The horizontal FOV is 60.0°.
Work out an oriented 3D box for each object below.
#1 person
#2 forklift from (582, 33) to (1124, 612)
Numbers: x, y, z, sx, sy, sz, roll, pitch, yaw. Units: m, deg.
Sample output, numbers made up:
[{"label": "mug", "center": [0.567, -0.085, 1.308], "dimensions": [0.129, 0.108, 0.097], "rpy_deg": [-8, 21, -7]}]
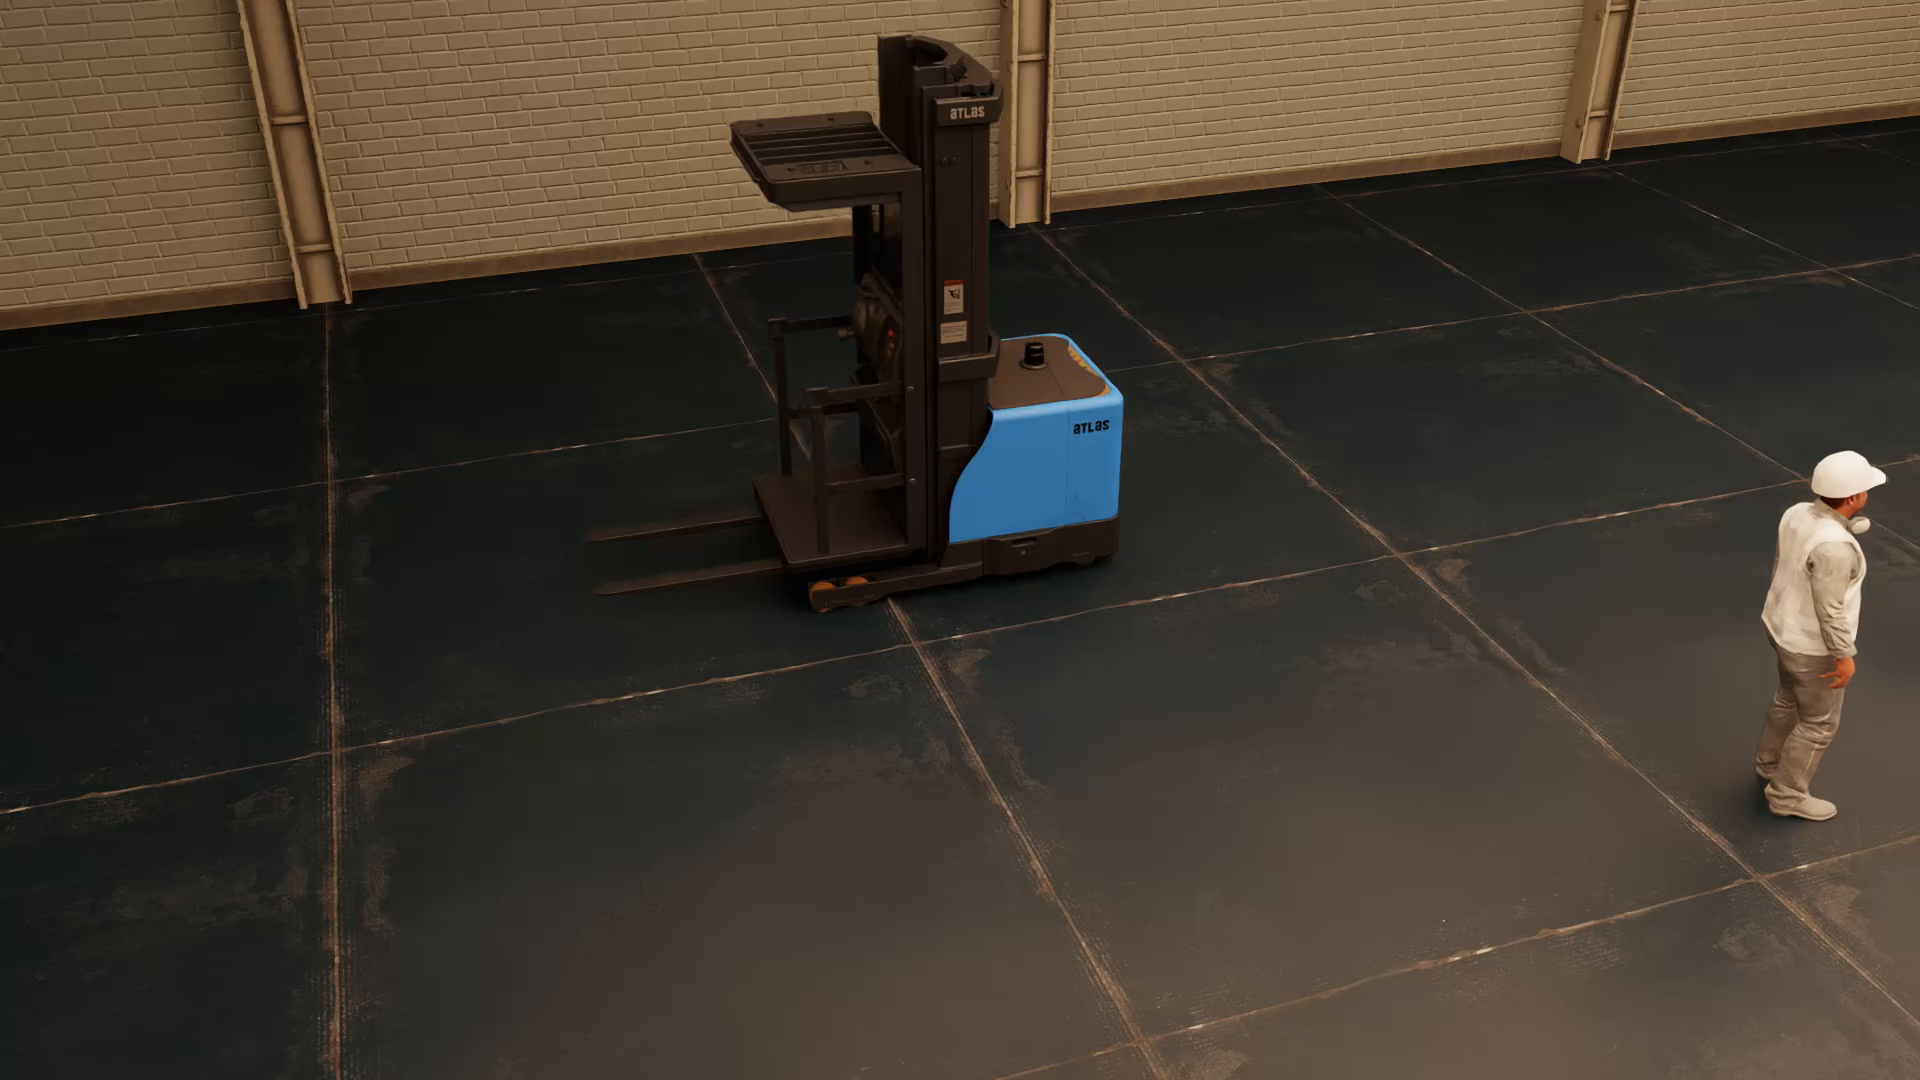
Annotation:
[{"label": "person", "center": [3.890, 0.424, 7.529], "dimensions": [0.492, 1.792, 0.615], "rpy_deg": [2, 30, 4]}, {"label": "forklift", "center": [-0.643, -1.161, 9.104], "dimensions": [3.031, 2.935, 1.130], "rpy_deg": [-9, 31, -15]}]
